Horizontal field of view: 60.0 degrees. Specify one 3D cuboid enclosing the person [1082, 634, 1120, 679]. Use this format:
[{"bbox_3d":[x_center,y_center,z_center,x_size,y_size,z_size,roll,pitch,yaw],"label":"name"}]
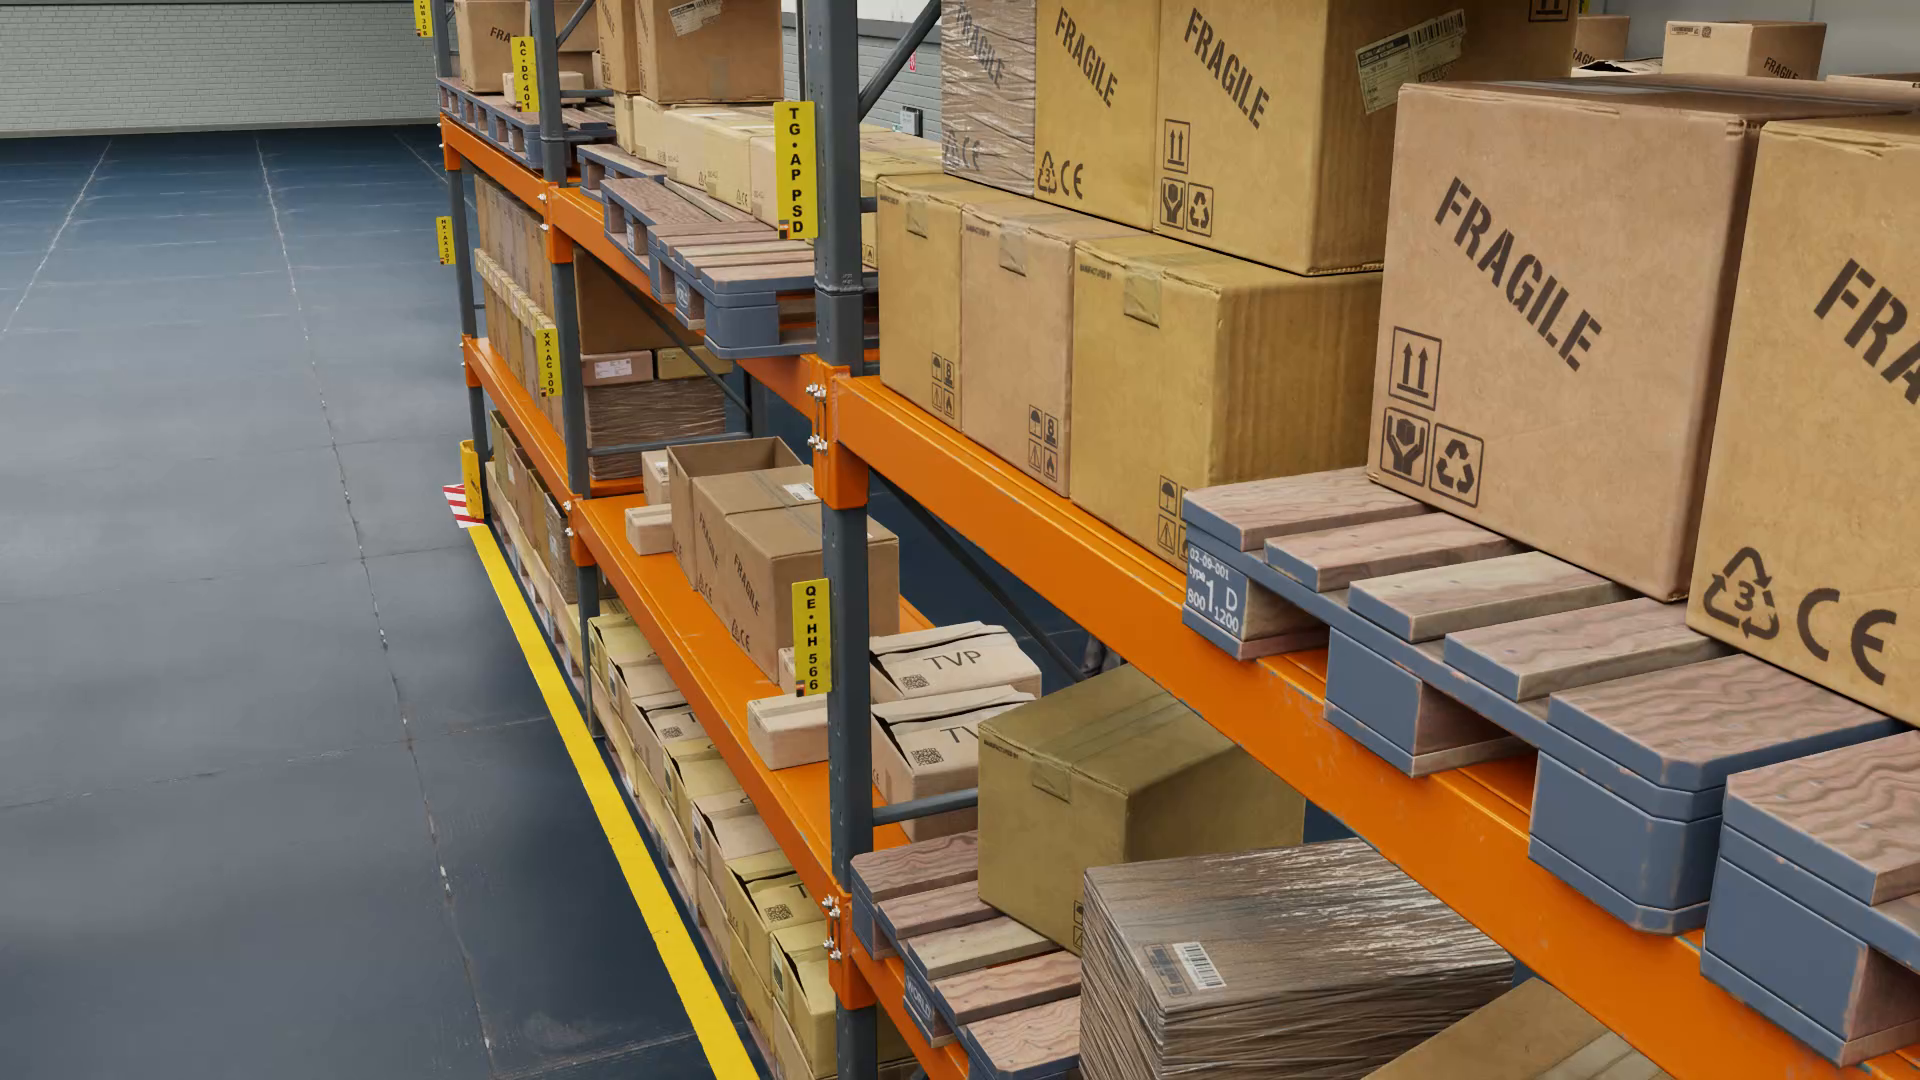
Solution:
[{"bbox_3d":[0.814,0.095,8.867,0.328,1.567,0.415,-8,21,-21],"label":"person"}]
